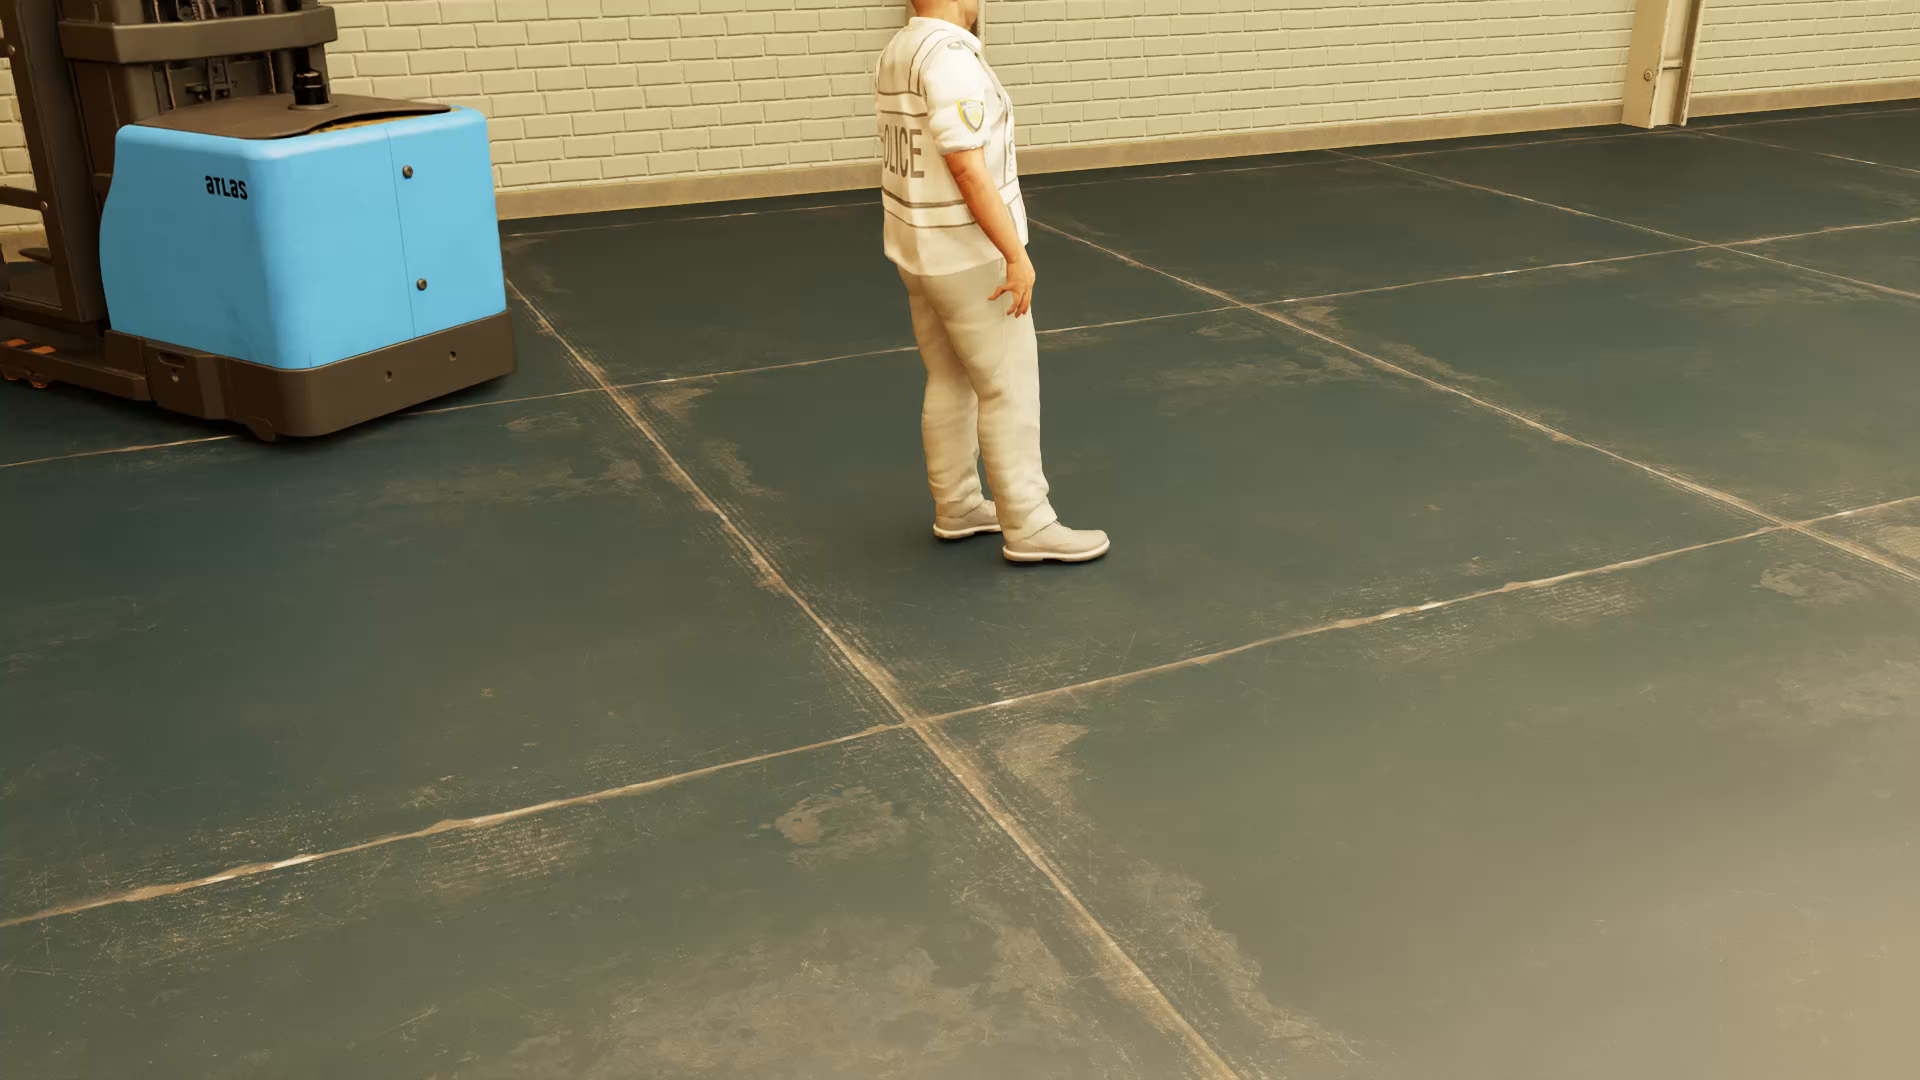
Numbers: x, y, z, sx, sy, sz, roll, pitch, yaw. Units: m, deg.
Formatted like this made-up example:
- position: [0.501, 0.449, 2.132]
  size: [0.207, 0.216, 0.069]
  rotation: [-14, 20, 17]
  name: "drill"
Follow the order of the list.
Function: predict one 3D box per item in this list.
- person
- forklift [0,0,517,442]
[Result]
- position: [0.076, -0.839, 4.783]
  size: [0.574, 1.781, 0.641]
  rotation: [-10, 25, -23]
  name: "person"
- position: [-3.266, -2.105, 6.353]
  size: [3.031, 2.935, 1.130]
  rotation: [13, 26, 29]
  name: "forklift"
